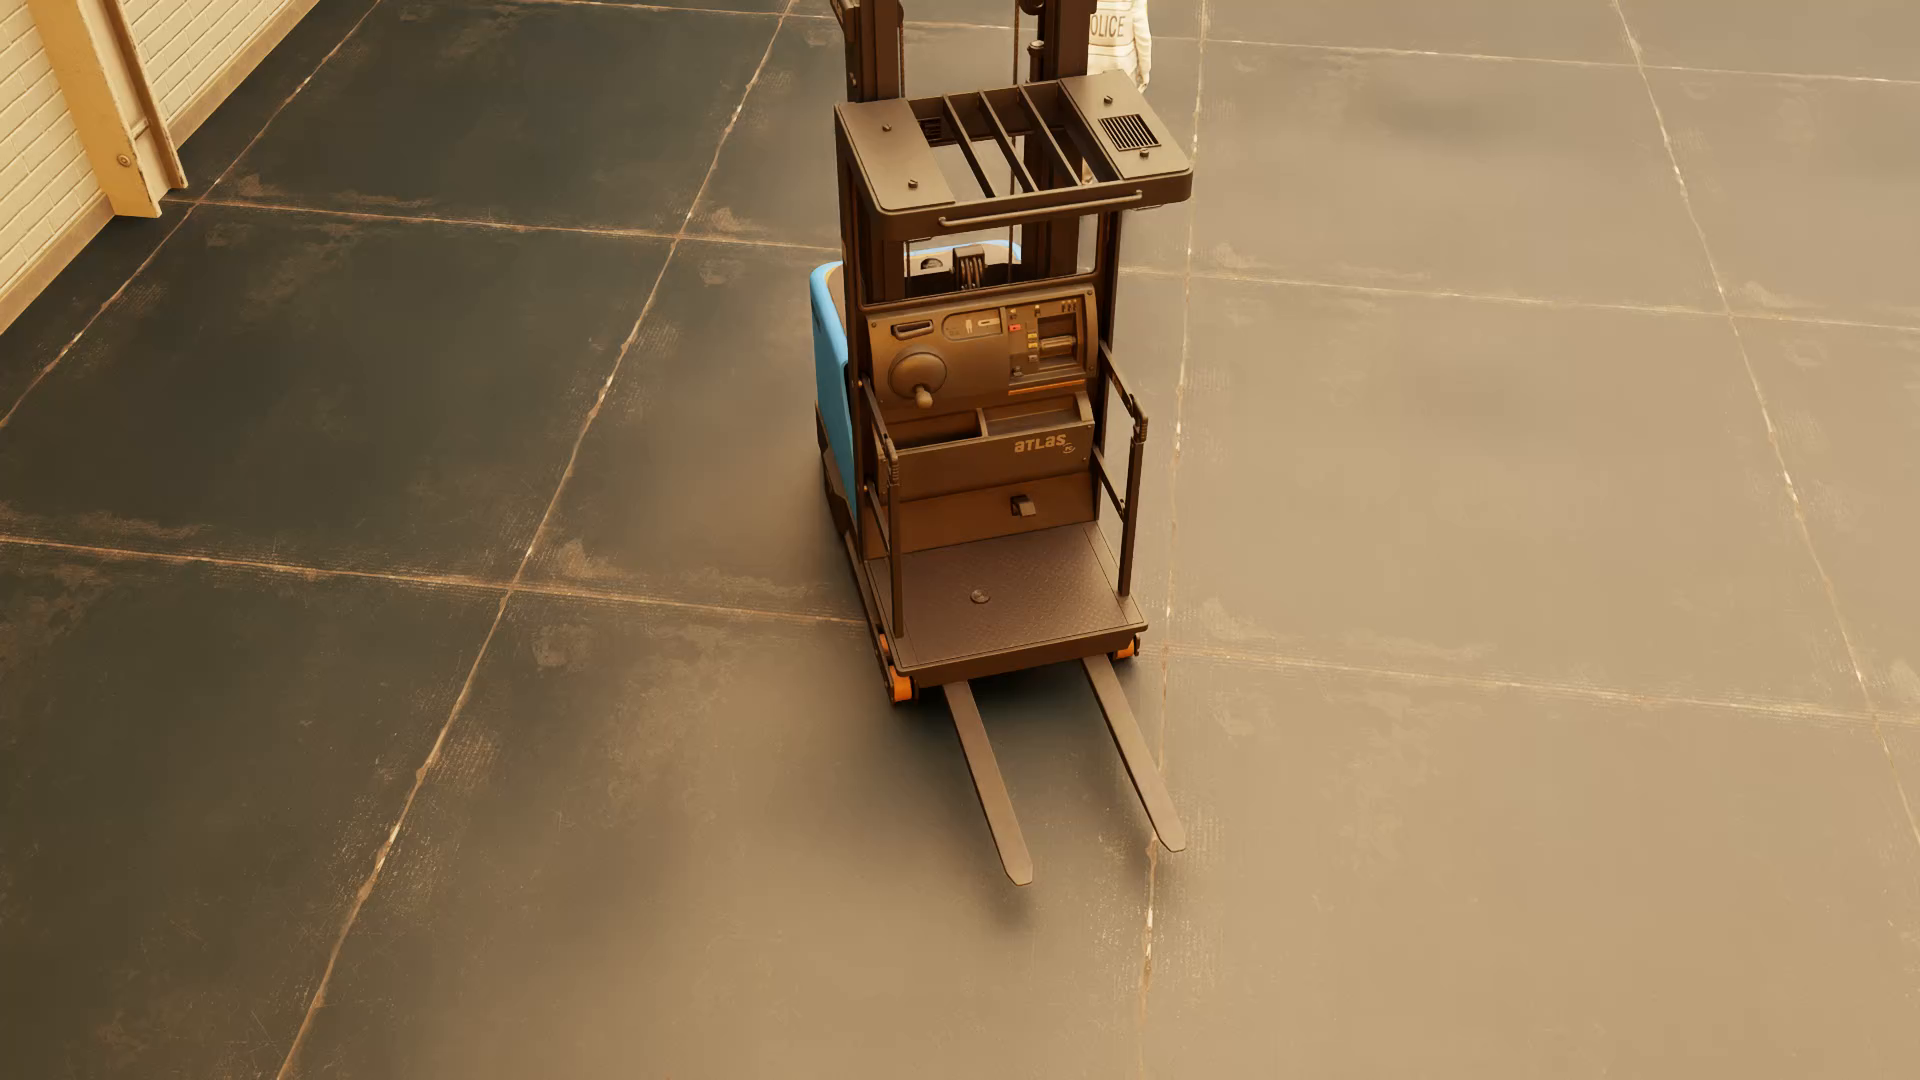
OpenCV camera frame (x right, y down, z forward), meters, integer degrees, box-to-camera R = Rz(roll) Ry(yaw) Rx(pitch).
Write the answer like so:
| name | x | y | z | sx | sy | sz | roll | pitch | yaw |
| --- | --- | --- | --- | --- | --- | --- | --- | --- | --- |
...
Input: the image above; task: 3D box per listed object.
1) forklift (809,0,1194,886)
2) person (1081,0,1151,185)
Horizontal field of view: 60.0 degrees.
| name | x | y | z | sx | sy | sz | roll | pitch | yaw |
| --- | --- | --- | --- | --- | --- | --- | --- | --- | --- |
| forklift | 0.153 | -0.681 | 6.465 | 1.130 | 2.935 | 3.031 | -10 | 44 | -11 |
| person | 0.839 | -2.725 | 9.629 | 0.546 | 1.664 | 0.375 | 9 | 43 | 10 |
